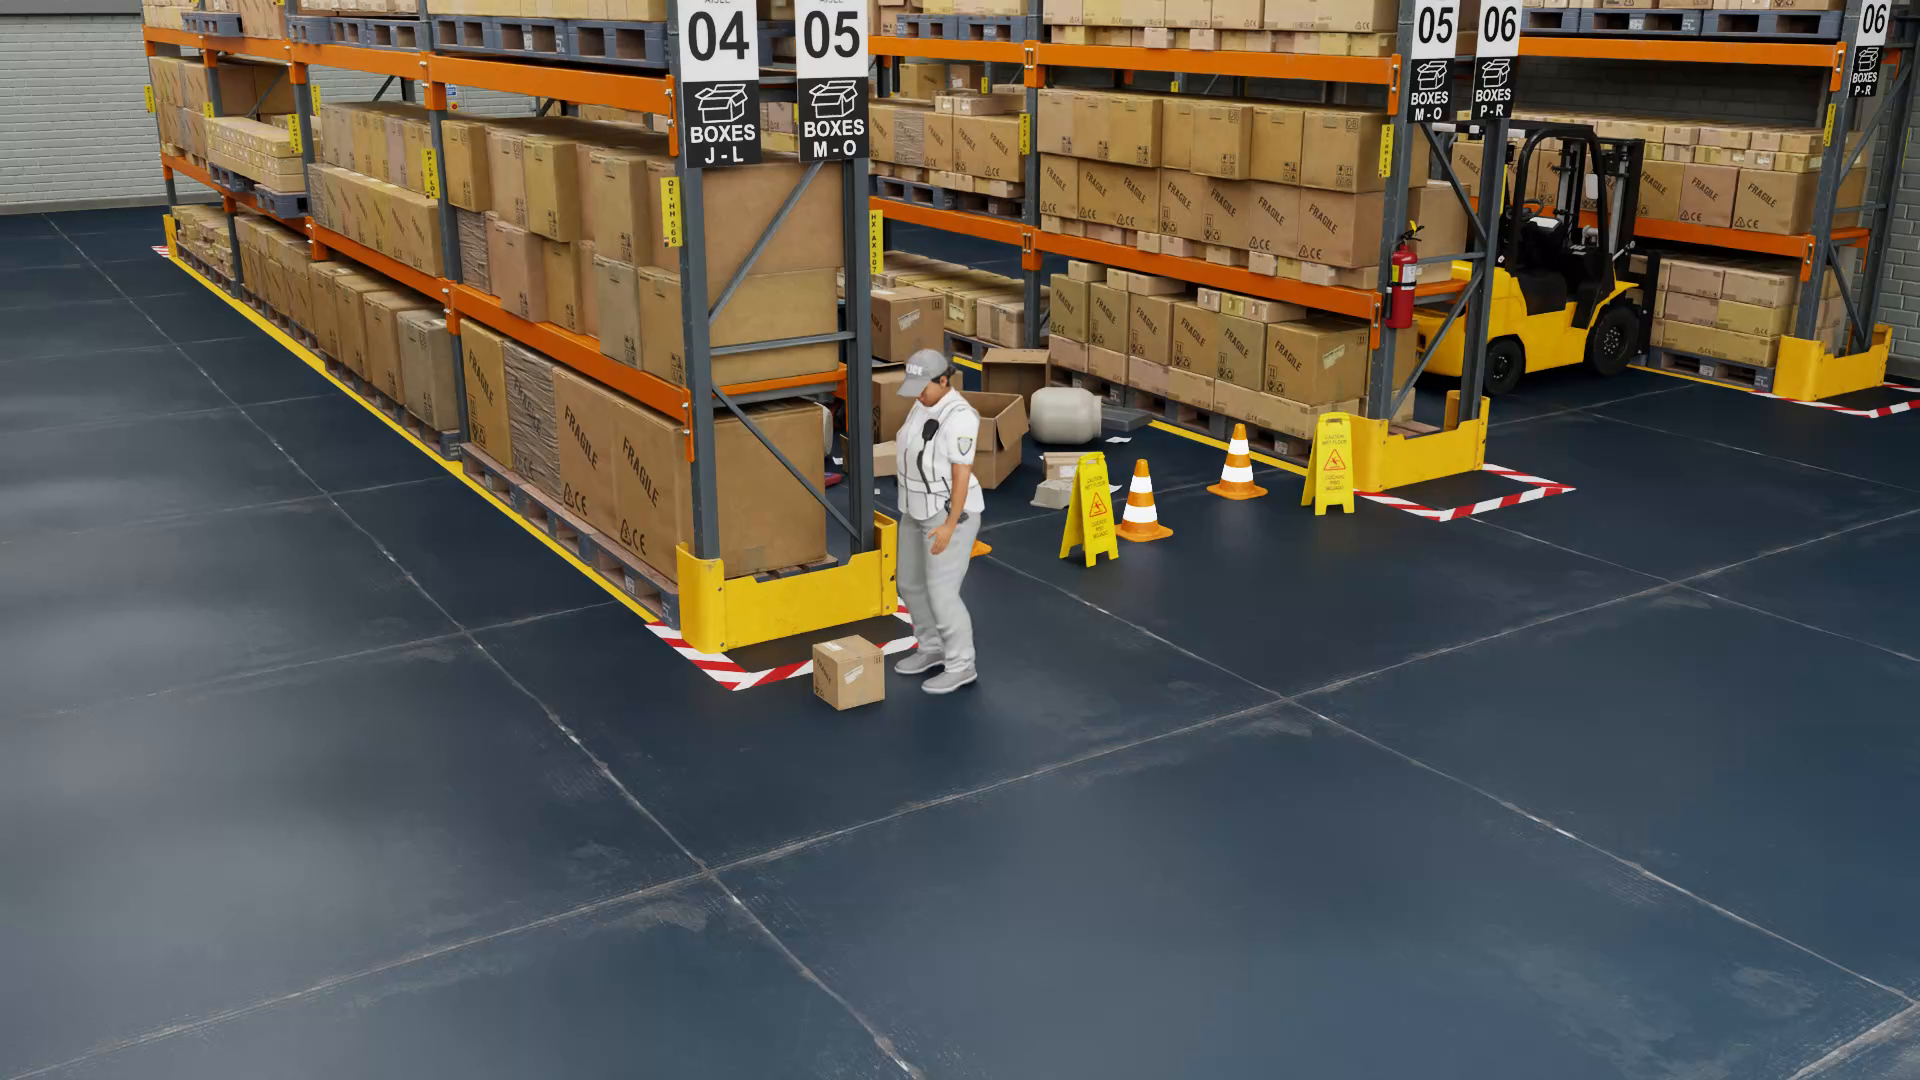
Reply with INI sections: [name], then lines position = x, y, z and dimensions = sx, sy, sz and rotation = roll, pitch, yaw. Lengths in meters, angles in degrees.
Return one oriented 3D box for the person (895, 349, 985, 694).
[person]
position = -0.107, -0.099, 7.902
dimensions = 0.419, 1.646, 0.480
rotation = -11, 21, -29
